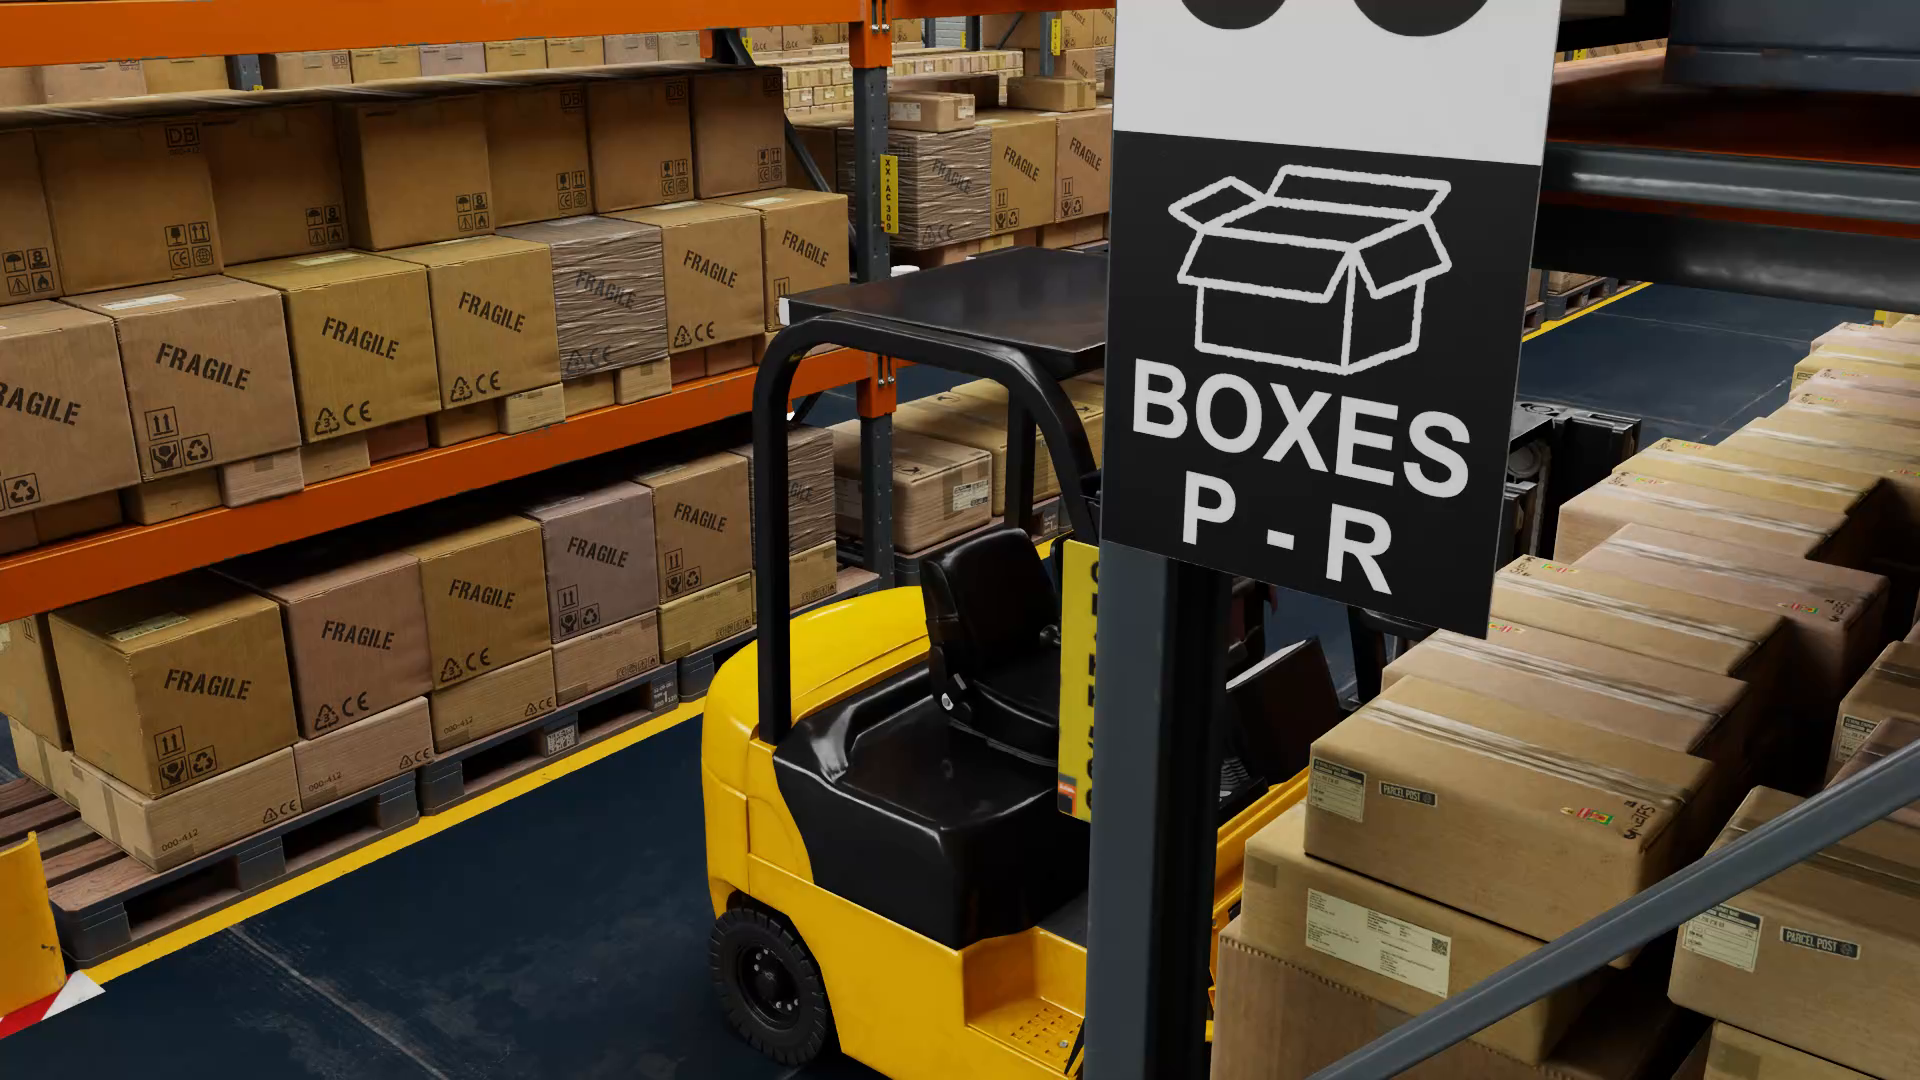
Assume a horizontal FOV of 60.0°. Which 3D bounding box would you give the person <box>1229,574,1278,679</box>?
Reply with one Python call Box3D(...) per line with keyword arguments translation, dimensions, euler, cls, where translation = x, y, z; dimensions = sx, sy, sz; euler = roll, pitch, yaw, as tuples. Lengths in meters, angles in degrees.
Box3D(translation=(0.933, 0.081, 5.874), dimensions=(0.429, 1.772, 0.644), euler=(14, 24, 34), cls="person")
